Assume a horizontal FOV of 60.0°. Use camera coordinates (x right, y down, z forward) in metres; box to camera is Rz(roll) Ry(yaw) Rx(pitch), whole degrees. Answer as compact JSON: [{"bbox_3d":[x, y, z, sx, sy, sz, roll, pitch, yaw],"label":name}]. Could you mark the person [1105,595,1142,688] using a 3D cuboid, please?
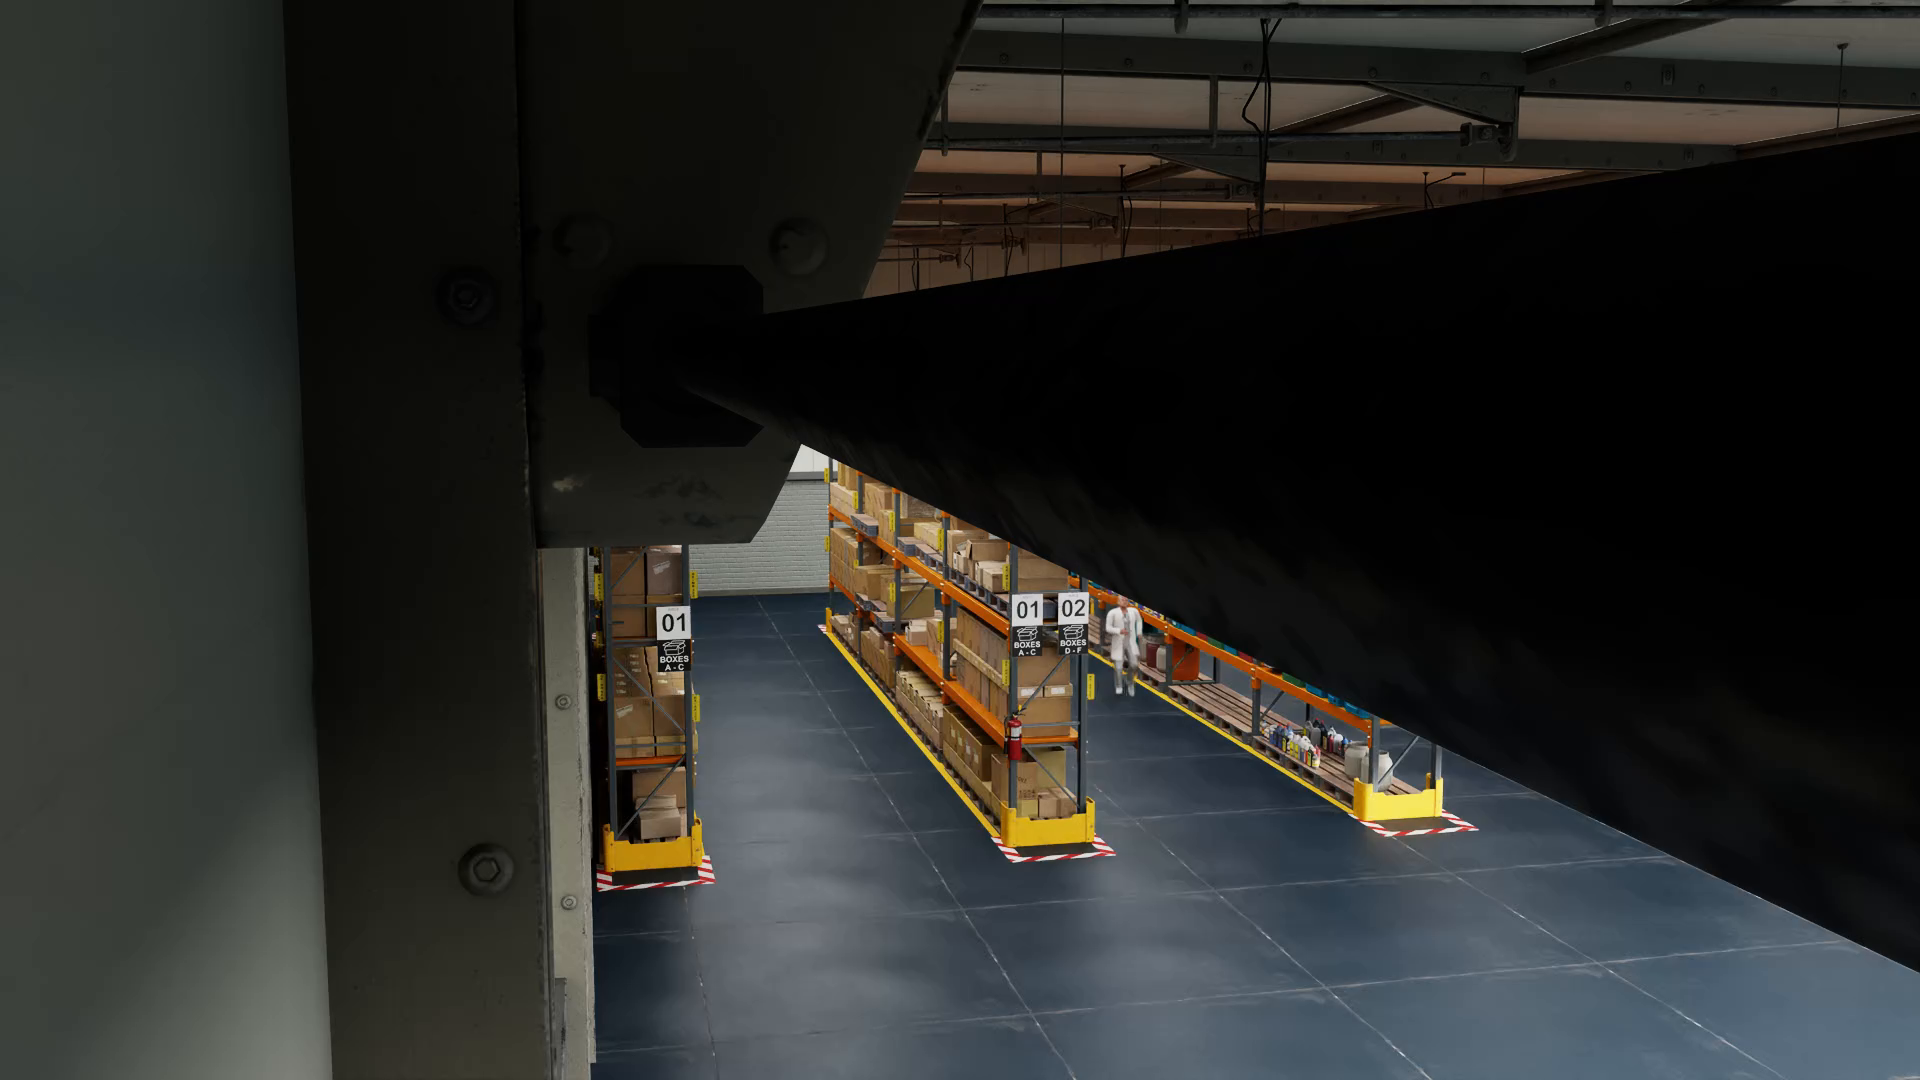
[{"bbox_3d":[2.838,1.764,28.510,0.706,1.674,0.694,-1,7,-9],"label":"person"}]
